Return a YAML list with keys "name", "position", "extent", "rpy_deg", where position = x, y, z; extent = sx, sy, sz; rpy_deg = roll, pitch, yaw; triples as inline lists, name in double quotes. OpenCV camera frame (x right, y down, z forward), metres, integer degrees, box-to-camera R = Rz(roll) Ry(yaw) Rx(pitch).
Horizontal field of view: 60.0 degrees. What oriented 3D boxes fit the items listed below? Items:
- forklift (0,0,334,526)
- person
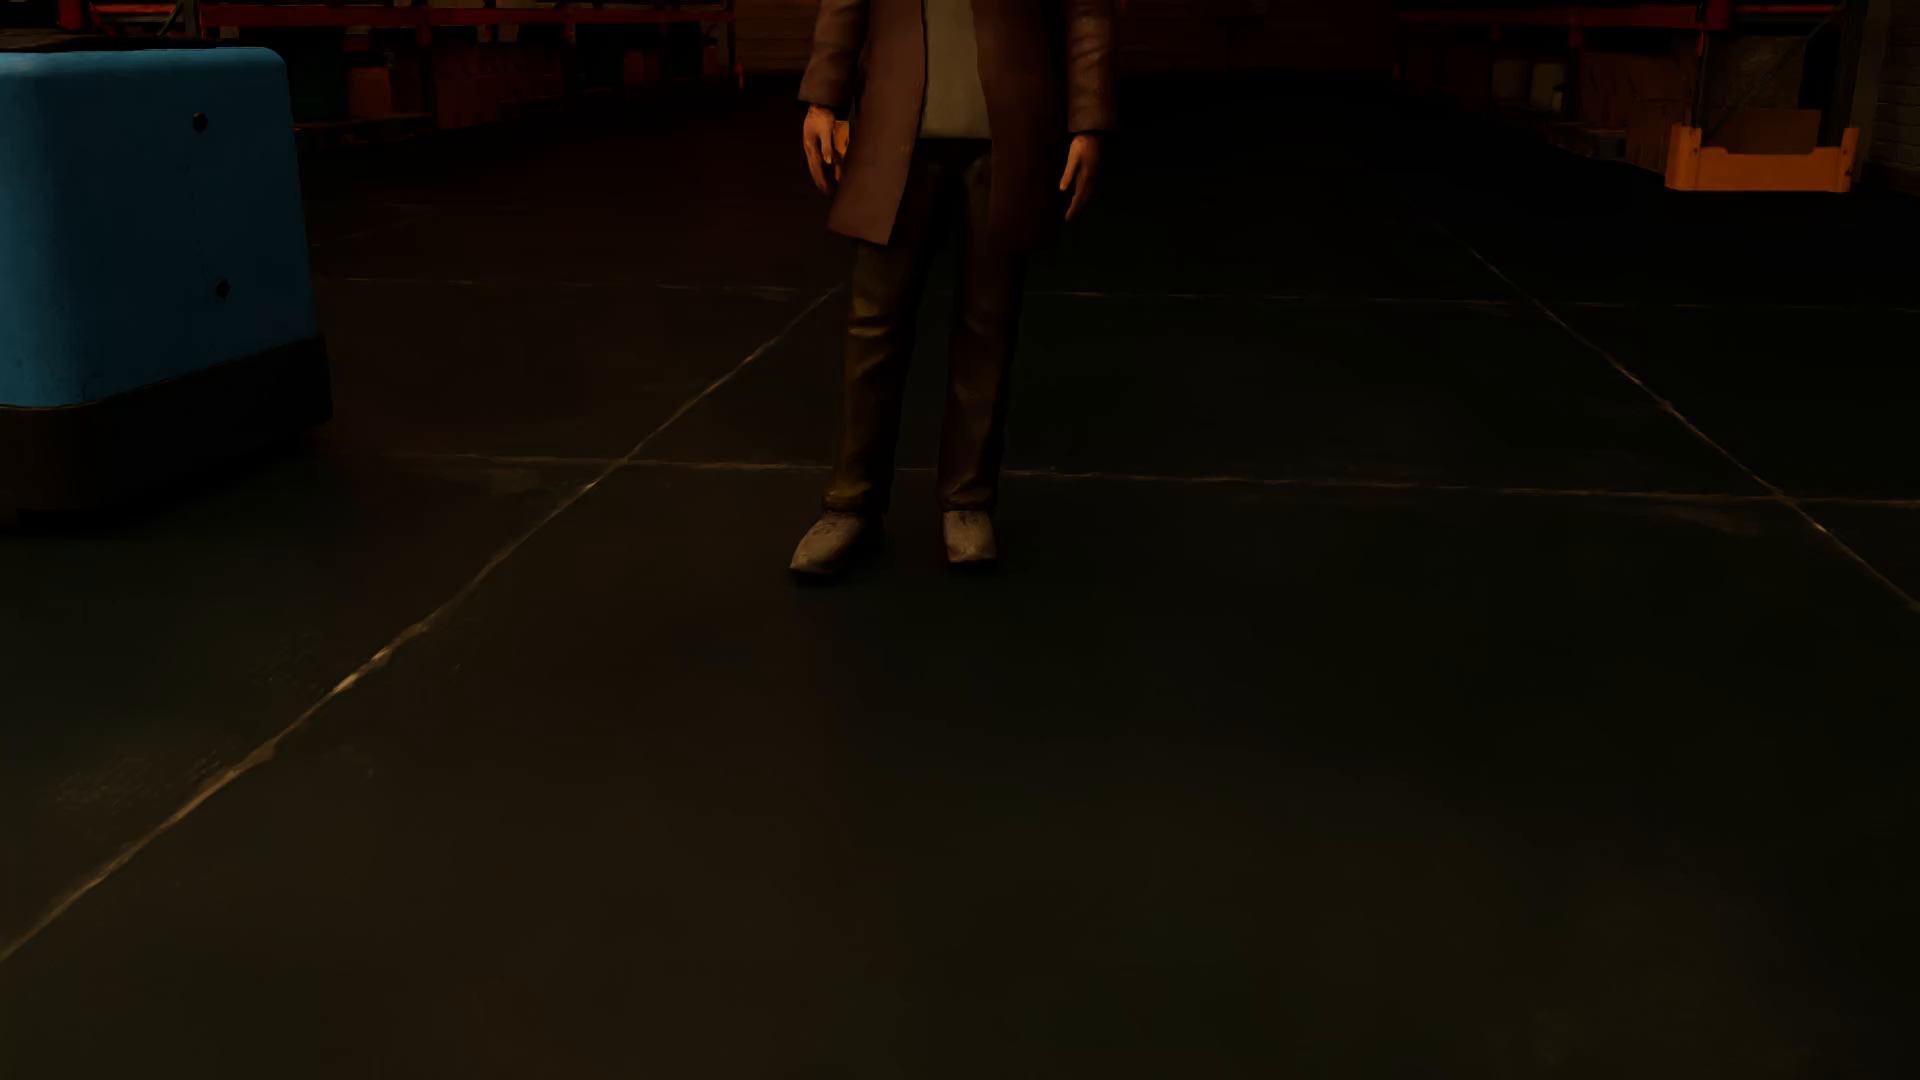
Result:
- name: "forklift"
  position: [-3.338, -1.645, 4.170]
  extent: [3.031, 2.935, 1.130]
  rpy_deg: [4, 18, 13]
- name: "person"
  position: [-0.016, -0.827, 3.471]
  extent: [0.694, 1.776, 0.580]
  rpy_deg: [2, 18, 7]
